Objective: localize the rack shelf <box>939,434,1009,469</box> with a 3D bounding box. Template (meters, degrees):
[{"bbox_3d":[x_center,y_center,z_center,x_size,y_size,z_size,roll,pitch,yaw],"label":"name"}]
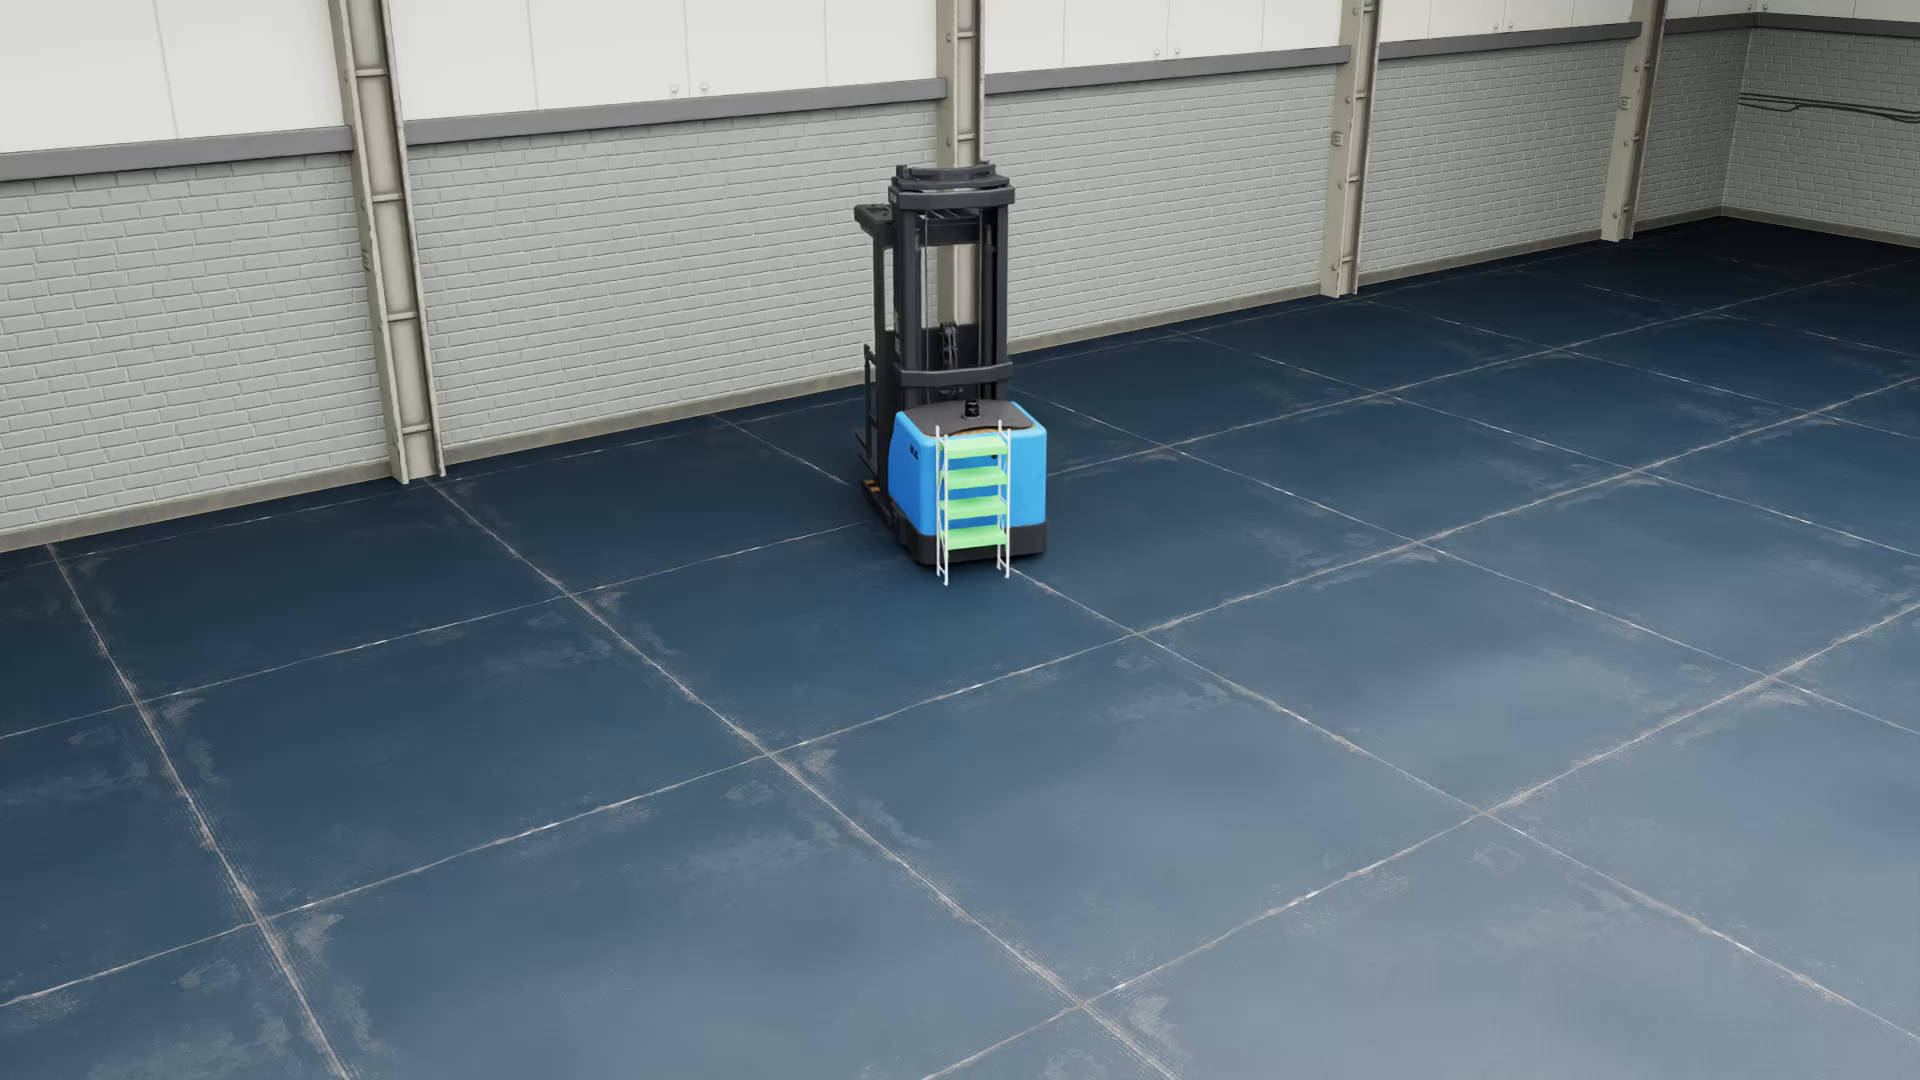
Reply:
[{"bbox_3d":[0.098,-0.662,12.407,0.480,0.148,0.258,-6,23,-15],"label":"rack shelf"}]

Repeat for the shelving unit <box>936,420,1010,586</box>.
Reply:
[{"bbox_3d":[0.098,-0.275,12.561,0.503,1.200,0.258,-6,23,-15],"label":"shelving unit"}]

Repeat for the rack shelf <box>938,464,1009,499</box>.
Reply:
[{"bbox_3d":[0.098,-0.439,12.496,0.480,0.148,0.258,-6,23,-15],"label":"rack shelf"}]

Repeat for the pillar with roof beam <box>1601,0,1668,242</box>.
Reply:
[{"bbox_3d":[12.259,-7.364,19.803,0.400,9.000,9.100,-15,26,-33],"label":"pillar with roof beam"}]

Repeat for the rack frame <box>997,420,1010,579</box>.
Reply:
[{"bbox_3d":[0.332,-0.301,12.626,0.015,1.200,0.240,-6,23,-15],"label":"rack frame"}]

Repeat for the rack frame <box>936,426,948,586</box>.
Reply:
[{"bbox_3d":[-0.136,-0.249,12.496,0.015,1.200,0.240,-6,23,-15],"label":"rack frame"}]

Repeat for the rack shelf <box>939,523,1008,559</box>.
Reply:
[{"bbox_3d":[0.098,0.007,12.674,0.480,0.148,0.258,-6,23,-15],"label":"rack shelf"}]

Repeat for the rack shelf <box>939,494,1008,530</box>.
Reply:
[{"bbox_3d":[0.098,-0.216,12.585,0.480,0.148,0.258,-6,23,-15],"label":"rack shelf"}]

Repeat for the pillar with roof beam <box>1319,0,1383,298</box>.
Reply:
[{"bbox_3d":[7.389,-6.065,16.548,0.400,9.000,9.100,-15,26,-33],"label":"pillar with roof beam"}]

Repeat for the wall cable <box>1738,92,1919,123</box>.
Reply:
[{"bbox_3d":[12.909,-7.457,24.225,0.112,2.526,3.097,-15,26,-33],"label":"wall cable"}]

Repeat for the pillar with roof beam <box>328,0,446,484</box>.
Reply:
[{"bbox_3d":[-2.352,-3.468,10.039,0.400,9.000,9.100,-15,26,-33],"label":"pillar with roof beam"}]

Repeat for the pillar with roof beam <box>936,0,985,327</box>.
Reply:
[{"bbox_3d":[2.518,-4.766,13.294,0.400,9.000,9.100,-15,26,-33],"label":"pillar with roof beam"}]

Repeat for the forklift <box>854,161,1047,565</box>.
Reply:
[{"bbox_3d":[-0.228,-1.686,13.762,1.130,2.935,3.031,-6,23,-15],"label":"forklift"}]
